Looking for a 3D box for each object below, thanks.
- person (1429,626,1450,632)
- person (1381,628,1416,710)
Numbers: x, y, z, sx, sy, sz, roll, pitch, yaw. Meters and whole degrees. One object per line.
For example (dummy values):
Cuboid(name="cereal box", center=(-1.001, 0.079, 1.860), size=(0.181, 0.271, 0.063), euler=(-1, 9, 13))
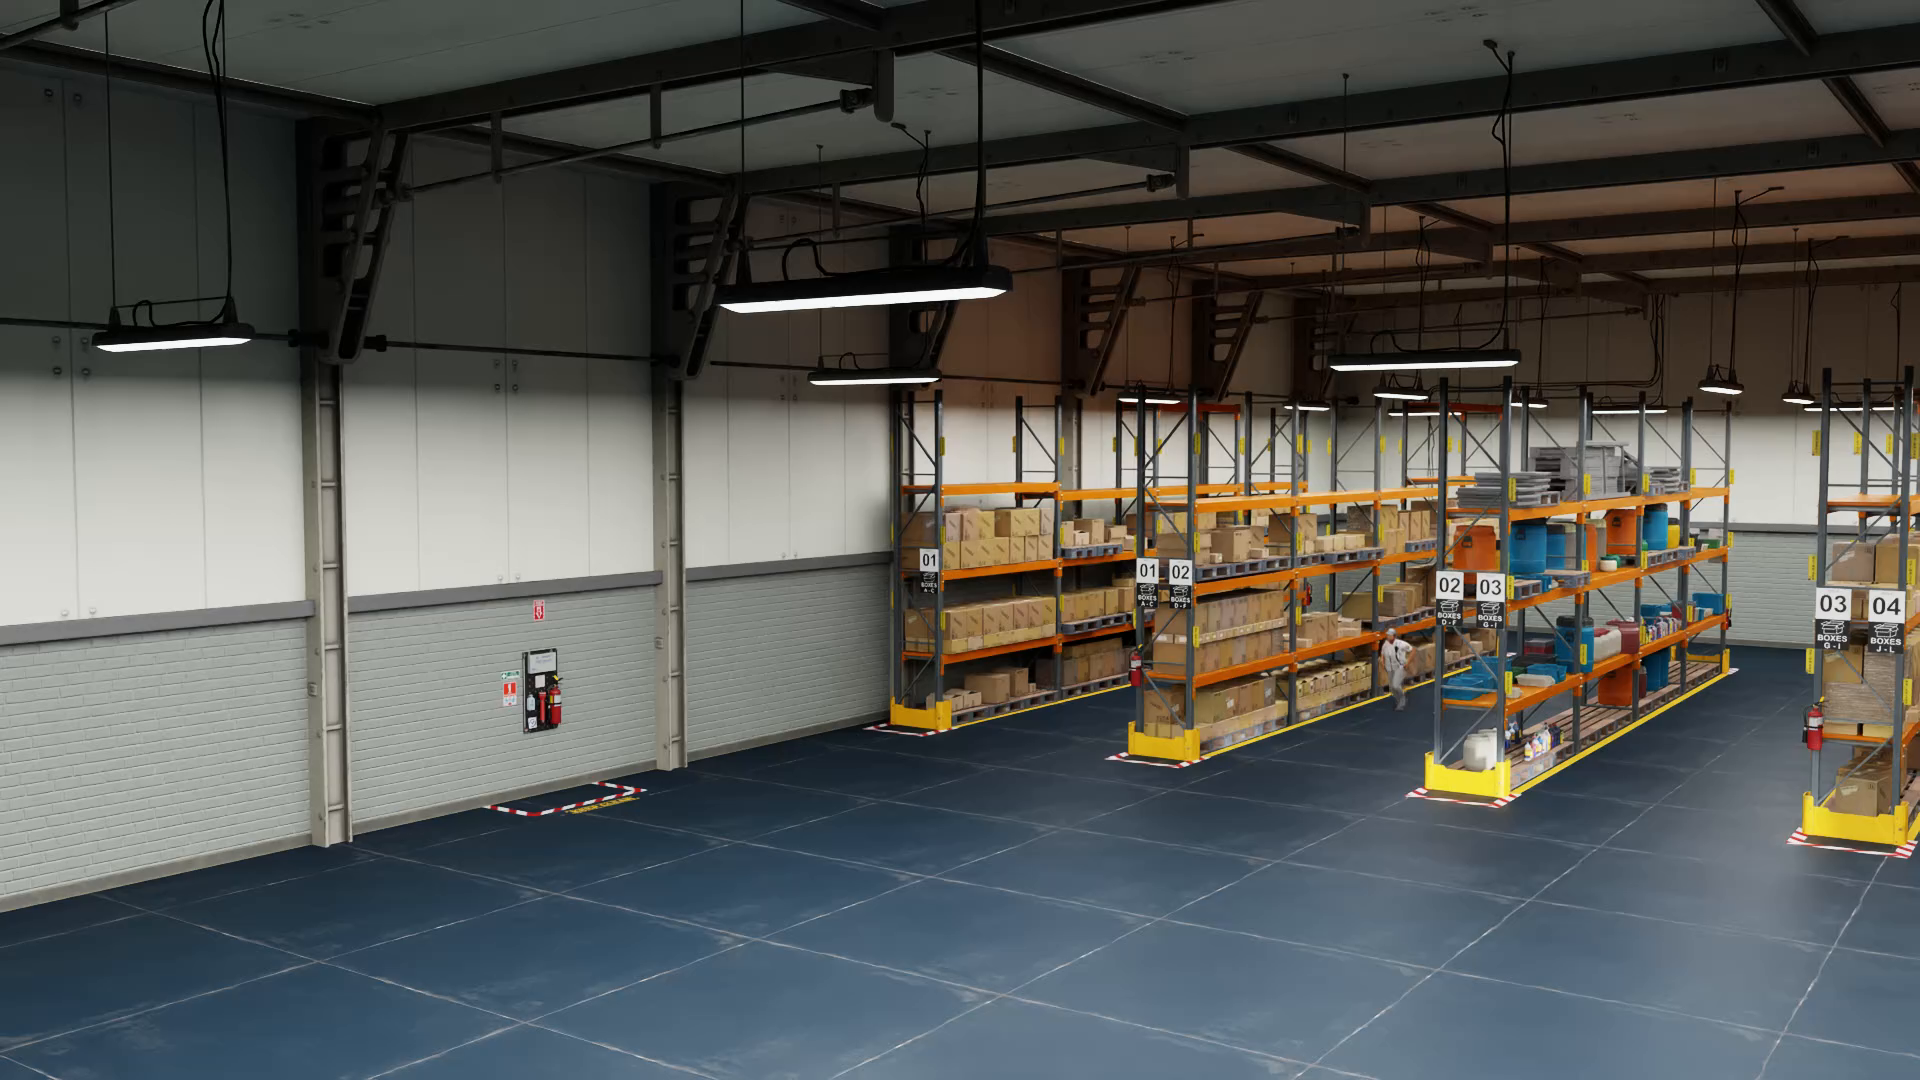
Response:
Cuboid(name="person", center=(12.903, 1.665, 44.776), size=(0.461, 1.624, 1.035), euler=(-2, 4, -29))
Cuboid(name="person", center=(8.289, 2.449, 31.429), size=(0.655, 1.572, 0.744), euler=(3, 5, 45))
